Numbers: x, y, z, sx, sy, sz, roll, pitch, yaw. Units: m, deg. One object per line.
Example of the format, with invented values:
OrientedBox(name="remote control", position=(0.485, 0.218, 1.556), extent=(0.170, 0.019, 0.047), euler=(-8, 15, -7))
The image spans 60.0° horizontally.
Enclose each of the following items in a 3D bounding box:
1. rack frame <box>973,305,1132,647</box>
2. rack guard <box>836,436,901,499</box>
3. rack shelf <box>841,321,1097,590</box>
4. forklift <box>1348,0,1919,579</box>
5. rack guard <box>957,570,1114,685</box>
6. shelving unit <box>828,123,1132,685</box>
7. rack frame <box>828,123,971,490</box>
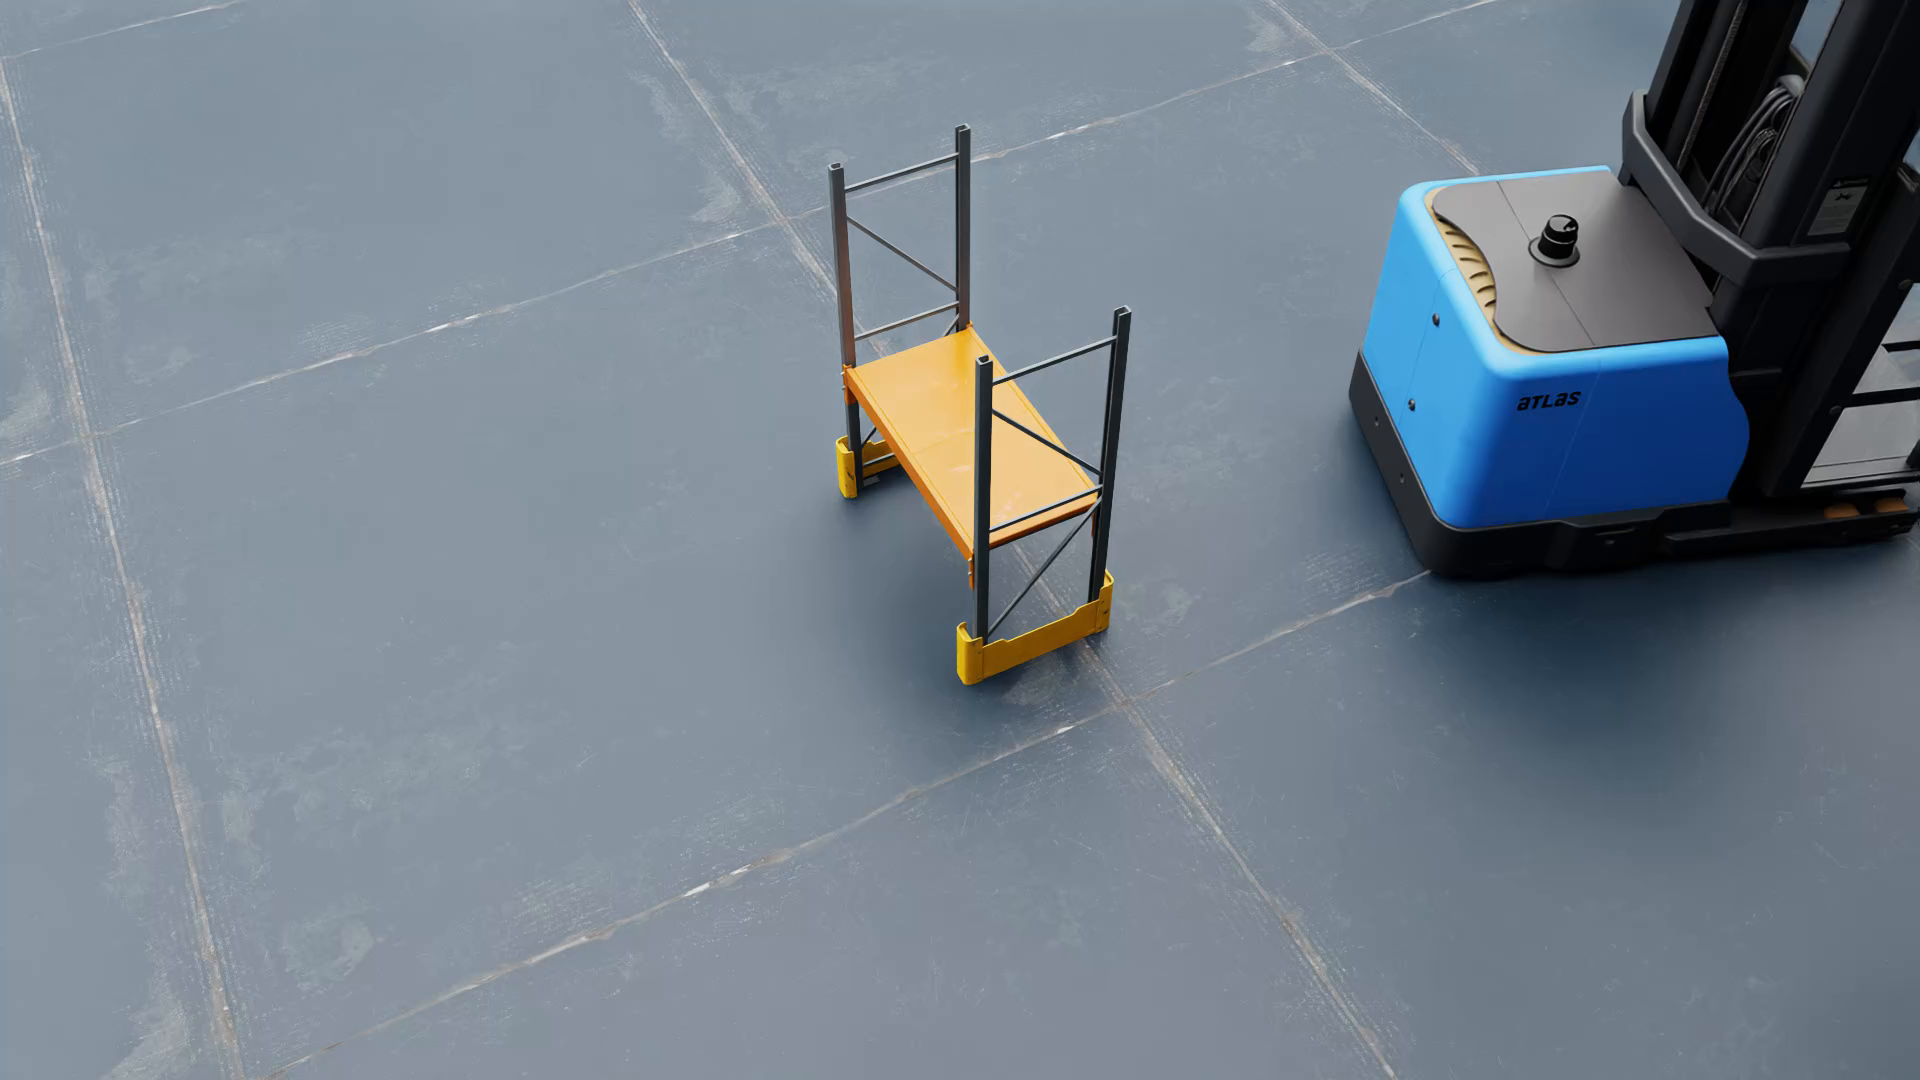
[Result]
OrientedBox(name="rack frame", position=(0.272, -0.096, 5.338), extent=(0.500, 1.500, 0.032), euler=(-21, 52, -18))
OrientedBox(name="rack guard", position=(-0.193, -0.365, 6.403), extent=(0.587, 0.250, 0.087), euler=(-21, 52, -18))
OrientedBox(name="rack shelf", position=(0.039, -0.318, 5.771), extent=(0.538, 0.185, 1.000), euler=(-21, 52, -18))
OrientedBox(name="forklift", position=(3.116, -1.338, 5.473), extent=(3.031, 2.935, 1.130), euler=(-6, 49, -6))
OrientedBox(name="rack guard", position=(0.263, 0.302, 5.820), extent=(0.587, 0.250, 0.087), euler=(-21, 52, -18))
OrientedBox(name="shelving unit", position=(0.035, -0.443, 5.641), extent=(0.587, 1.500, 1.083), euler=(-21, 52, -18))
OrientedBox(name="rack frame", position=(-0.194, -0.777, 5.933), extent=(0.500, 1.500, 0.032), euler=(-21, 52, -18))
